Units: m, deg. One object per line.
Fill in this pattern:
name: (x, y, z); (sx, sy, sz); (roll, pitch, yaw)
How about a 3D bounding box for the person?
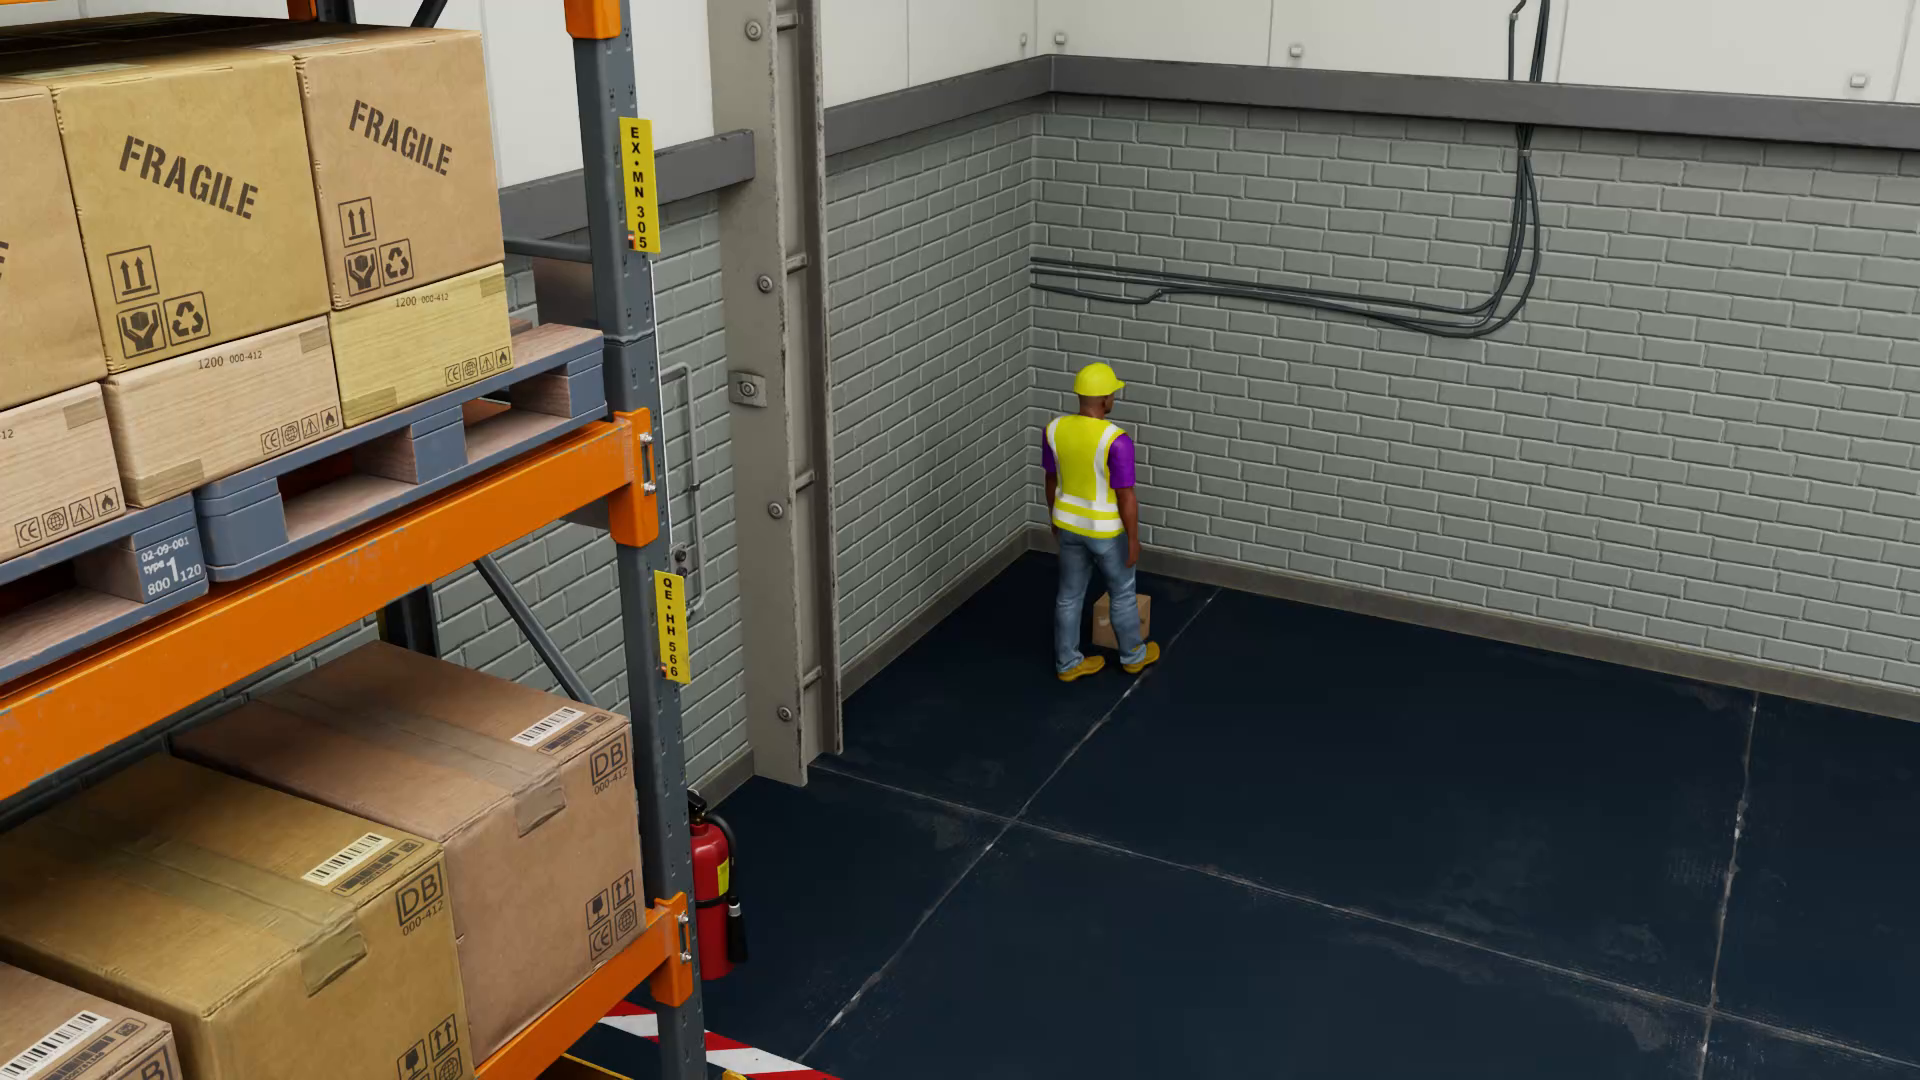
person: (0.776, -0.116, 8.836); (0.572, 1.765, 0.617); (16, 28, 34)
